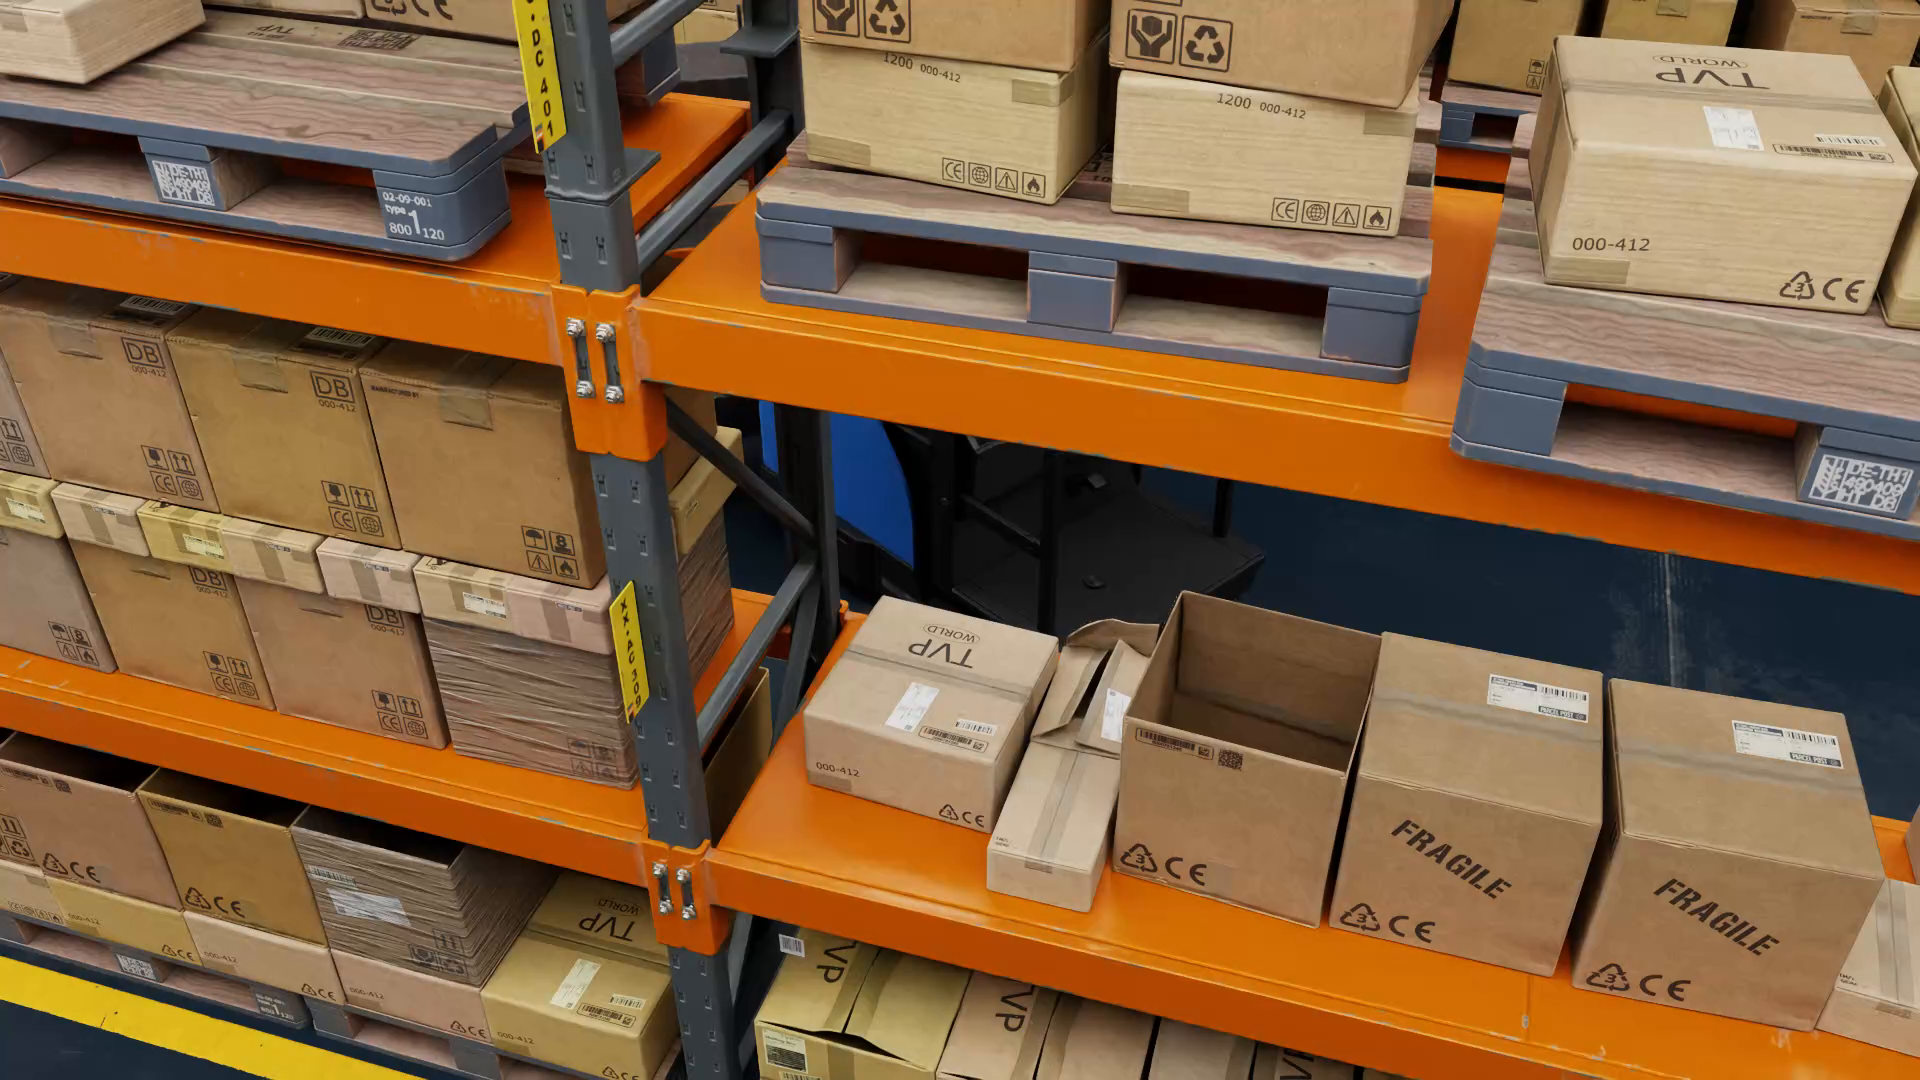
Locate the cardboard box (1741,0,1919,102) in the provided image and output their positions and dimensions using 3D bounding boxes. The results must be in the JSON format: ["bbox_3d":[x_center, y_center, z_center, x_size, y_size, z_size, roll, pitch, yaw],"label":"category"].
[{"bbox_3d":[3.750,-2.163,7.203,0.500,0.500,0.700,7,37,10],"label":"cardboard box"}]

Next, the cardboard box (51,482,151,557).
[{"bbox_3d":[-2.083,-0.142,4.281,0.250,0.149,0.380,12,38,15],"label":"cardboard box"}]

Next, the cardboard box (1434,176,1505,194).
[{"bbox_3d":[2.552,-1.678,8.105,0.500,0.250,0.500,9,37,13],"label":"cardboard box"}]

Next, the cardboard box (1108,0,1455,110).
[{"bbox_3d":[0.579,-1.089,2.808,0.500,0.500,0.500,14,39,18],"label":"cardboard box"}]

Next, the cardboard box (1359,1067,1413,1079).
[{"bbox_3d":[1.240,1.509,4.162,0.500,0.311,0.500,12,38,15],"label":"cardboard box"}]

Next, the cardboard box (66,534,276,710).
[{"bbox_3d":[-1.957,0.016,4.614,0.500,0.500,0.700,11,38,15],"label":"cardboard box"}]

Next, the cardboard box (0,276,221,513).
[{"bbox_3d":[-1.934,-0.504,4.225,0.500,0.500,0.700,10,38,14],"label":"cardboard box"}]

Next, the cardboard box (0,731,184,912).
[{"bbox_3d":[-2.490,0.728,5.063,0.500,0.500,0.500,10,38,14],"label":"cardboard box"}]

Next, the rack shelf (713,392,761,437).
[{"bbox_3d":[-1.078,-0.554,7.434,0.480,0.518,0.431,-8,37,-11],"label":"rack shelf"}]

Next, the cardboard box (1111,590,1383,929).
[{"bbox_3d":[0.683,0.509,3.943,0.500,0.500,0.500,13,38,17],"label":"cardboard box"}]

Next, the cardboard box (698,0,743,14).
[{"bbox_3d":[-1.070,-2.922,8.167,0.500,0.500,0.500,12,38,15],"label":"cardboard box"}]

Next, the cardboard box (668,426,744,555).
[{"bbox_3d":[-0.747,-0.147,4.288,0.250,0.149,0.380,10,38,14],"label":"cardboard box"}]

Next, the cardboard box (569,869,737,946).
[{"bbox_3d":[-0.900,0.996,5.332,0.500,0.250,0.500,10,38,14],"label":"cardboard box"}]

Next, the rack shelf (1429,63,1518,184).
[{"bbox_3d":[2.834,-1.849,7.838,4.000,0.370,1.077,10,38,14],"label":"rack shelf"}]

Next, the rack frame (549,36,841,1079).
[{"bbox_3d":[-0.548,0.311,4.297,0.127,3.000,1.000,10,38,14],"label":"rack frame"}]

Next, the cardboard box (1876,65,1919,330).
[{"bbox_3d":[1.772,-0.537,2.691,0.500,0.250,0.500,10,37,13],"label":"cardboard box"}]

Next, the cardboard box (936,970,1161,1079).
[{"bbox_3d":[0.248,1.329,4.406,0.500,0.311,0.500,10,38,13],"label":"cardboard box"}]

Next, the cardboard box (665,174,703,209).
[{"bbox_3d":[-1.715,-2.020,9.361,0.500,0.311,0.500,14,38,18],"label":"cardboard box"}]

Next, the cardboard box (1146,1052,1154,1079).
[{"bbox_3d":[0.251,1.552,4.576,0.500,0.250,0.500,11,38,15],"label":"cardboard box"}]

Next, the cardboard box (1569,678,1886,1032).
[{"bbox_3d":[1.663,0.691,3.697,0.500,0.500,0.500,9,37,11],"label":"cardboard box"}]

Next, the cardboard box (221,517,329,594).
[{"bbox_3d":[-1.609,-0.053,4.159,0.250,0.149,0.380,10,38,14],"label":"cardboard box"}]

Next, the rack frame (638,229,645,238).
[{"bbox_3d":[-1.312,-1.096,6.965,0.015,2.100,0.400,-8,37,-11],"label":"rack frame"}]

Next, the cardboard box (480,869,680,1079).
[{"bbox_3d":[-1.056,1.291,4.931,0.500,0.250,0.500,10,38,14],"label":"cardboard box"}]

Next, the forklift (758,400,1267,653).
[{"bbox_3d":[0.500,-0.830,5.905,1.130,2.935,3.031,-29,45,-33],"label":"forklift"}]

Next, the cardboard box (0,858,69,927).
[{"bbox_3d":[-2.965,0.938,5.410,0.500,0.250,0.500,10,38,14],"label":"cardboard box"}]

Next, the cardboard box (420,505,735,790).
[{"bbox_3d":[-0.974,0.196,4.369,0.500,0.500,0.700,10,37,13],"label":"cardboard box"}]

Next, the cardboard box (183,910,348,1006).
[{"bbox_3d":[-2.012,1.117,5.167,0.500,0.250,0.500,10,38,14],"label":"cardboard box"}]

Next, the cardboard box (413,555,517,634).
[{"bbox_3d":[-1.107,0.038,4.036,0.250,0.149,0.380,10,37,13],"label":"cardboard box"}]

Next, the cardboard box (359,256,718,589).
[{"bbox_3d":[-0.974,-0.326,3.984,0.500,0.500,0.700,11,38,14],"label":"cardboard box"}]

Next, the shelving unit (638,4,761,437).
[{"bbox_3d":[-1.075,-1.129,7.011,0.503,2.100,0.431,-8,37,-11],"label":"shelving unit"}]

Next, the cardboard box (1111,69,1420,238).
[{"bbox_3d":[0.562,-0.796,3.042,0.500,0.250,0.500,7,37,9],"label":"cardboard box"}]

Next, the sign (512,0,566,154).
[{"bbox_3d":[-0.712,-0.823,2.804,0.005,0.325,0.100,10,38,14],"label":"sign"}]

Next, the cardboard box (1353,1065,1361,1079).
[{"bbox_3d":[1.390,1.430,4.742,0.500,0.250,0.500,11,38,15],"label":"cardboard box"}]

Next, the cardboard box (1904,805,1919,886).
[{"bbox_3d":[2.474,0.787,3.726,0.500,0.311,0.500,10,38,13],"label":"cardboard box"}]

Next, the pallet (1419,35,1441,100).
[{"bbox_3d":[1.612,-2.198,7.867,1.213,0.211,1.003,10,38,14],"label":"pallet"}]

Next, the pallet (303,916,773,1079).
[{"bbox_3d":[-1.295,1.270,5.346,1.213,0.211,1.003,10,38,14],"label":"pallet"}]

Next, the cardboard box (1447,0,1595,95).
[{"bbox_3d":[2.570,-2.399,7.523,0.500,0.500,0.700,16,39,20],"label":"cardboard box"}]

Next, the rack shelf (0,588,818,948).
[{"bbox_3d":[-2.457,0.248,4.990,4.000,0.370,1.077,10,38,14],"label":"rack shelf"}]

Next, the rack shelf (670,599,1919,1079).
[{"bbox_3d":[1.361,0.955,4.030,4.000,0.370,1.077,10,38,14],"label":"rack shelf"}]

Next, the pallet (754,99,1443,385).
[{"bbox_3d":[0.298,-0.671,3.262,1.217,0.209,0.805,9,37,12],"label":"pallet"}]

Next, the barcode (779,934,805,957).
[{"bbox_3d":[-0.429,1.035,4.241,0.075,0.075,0.001,10,38,14],"label":"barcode"}]

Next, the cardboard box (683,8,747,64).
[{"bbox_3d":[-1.055,-2.613,8.380,0.500,0.250,0.500,11,38,14],"label":"cardboard box"}]

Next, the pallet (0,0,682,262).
[{"bbox_3d":[-1.370,-0.997,3.619,1.213,0.211,1.003,10,38,14],"label":"pallet"}]

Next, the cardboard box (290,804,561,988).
[{"bbox_3d":[-1.530,0.894,4.837,0.500,0.500,0.500,10,38,14],"label":"cardboard box"}]

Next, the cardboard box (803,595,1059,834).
[{"bbox_3d":[-0.065,0.434,4.256,0.500,0.250,0.500,13,38,17],"label":"cardboard box"}]

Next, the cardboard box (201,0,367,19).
[{"bbox_3d":[-1.466,-1.420,3.721,0.500,0.311,0.500,9,37,11],"label":"cardboard box"}]
